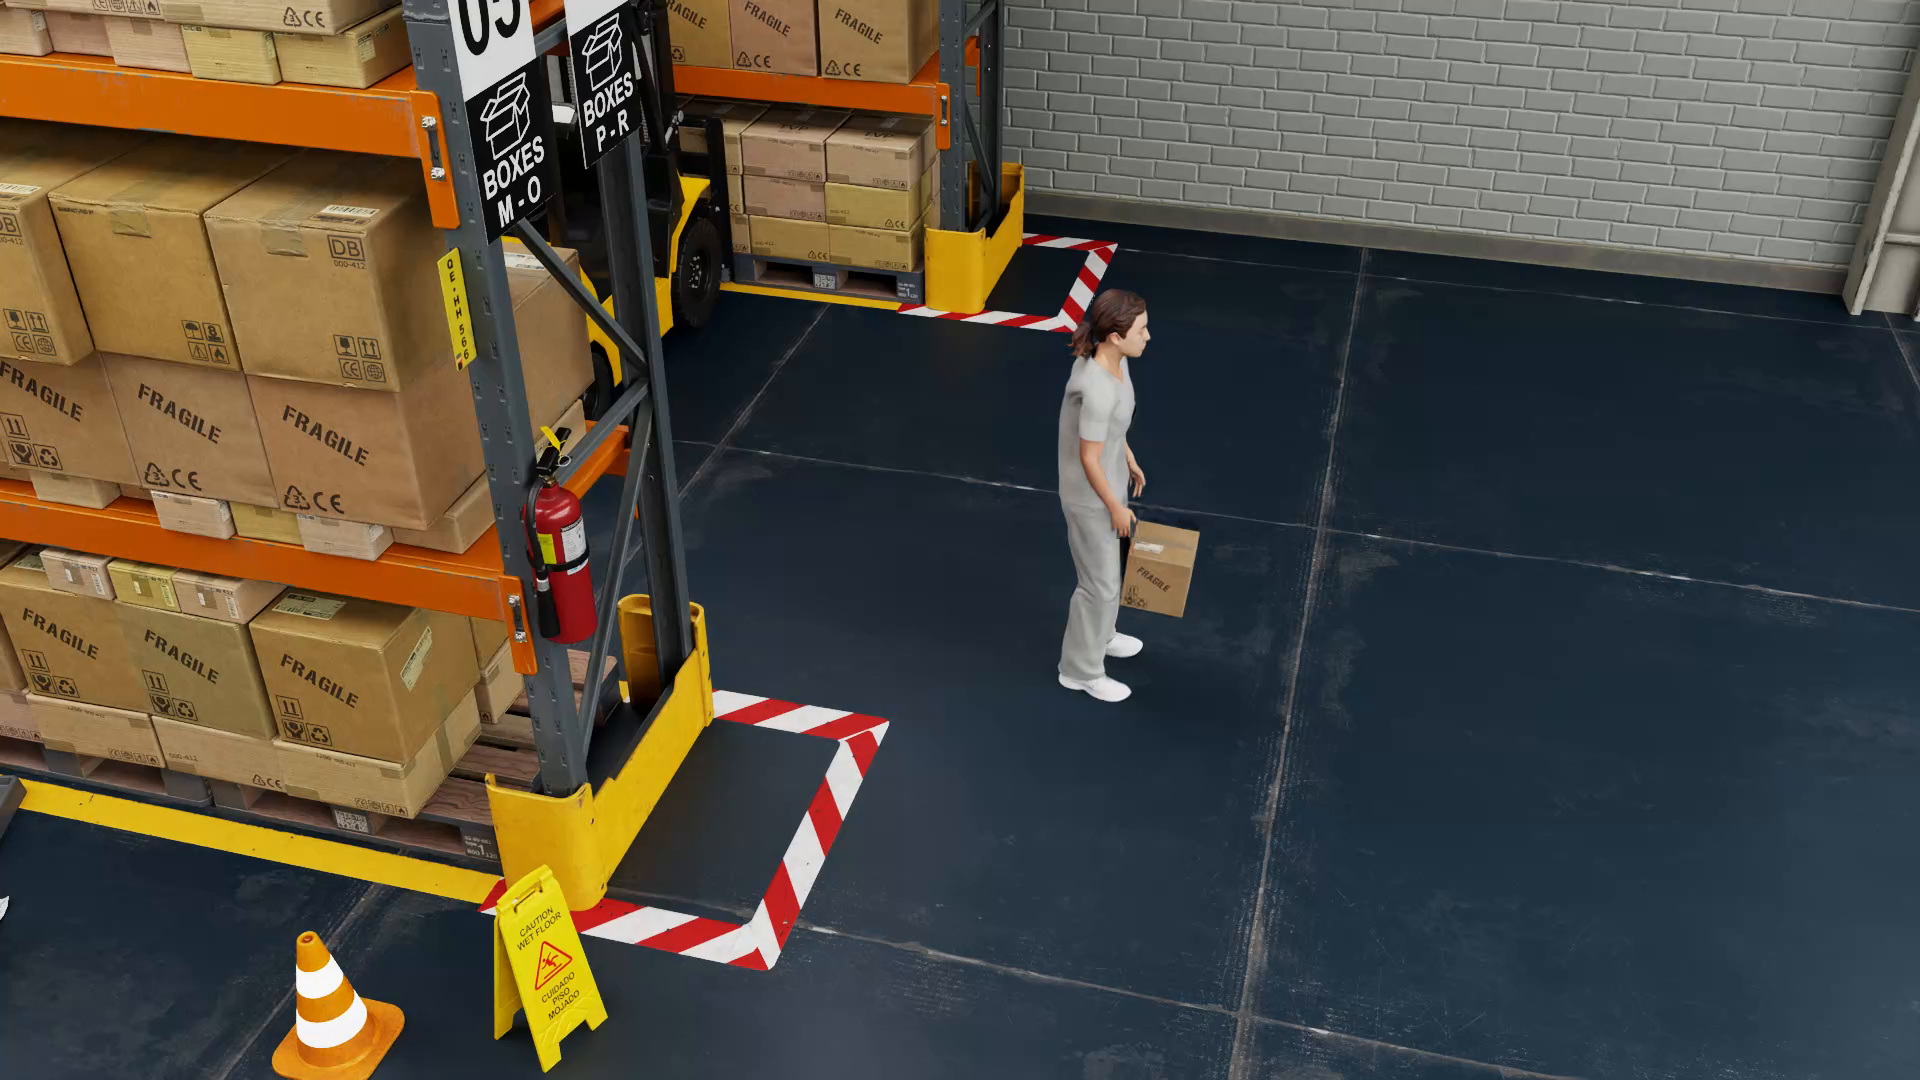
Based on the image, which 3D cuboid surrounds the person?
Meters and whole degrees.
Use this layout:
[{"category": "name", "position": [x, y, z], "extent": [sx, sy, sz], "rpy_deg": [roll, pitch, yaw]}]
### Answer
[{"category": "person", "position": [0.556, -0.187, 6.425], "extent": [0.360, 1.676, 0.475], "rpy_deg": [7, 34, 11]}]
